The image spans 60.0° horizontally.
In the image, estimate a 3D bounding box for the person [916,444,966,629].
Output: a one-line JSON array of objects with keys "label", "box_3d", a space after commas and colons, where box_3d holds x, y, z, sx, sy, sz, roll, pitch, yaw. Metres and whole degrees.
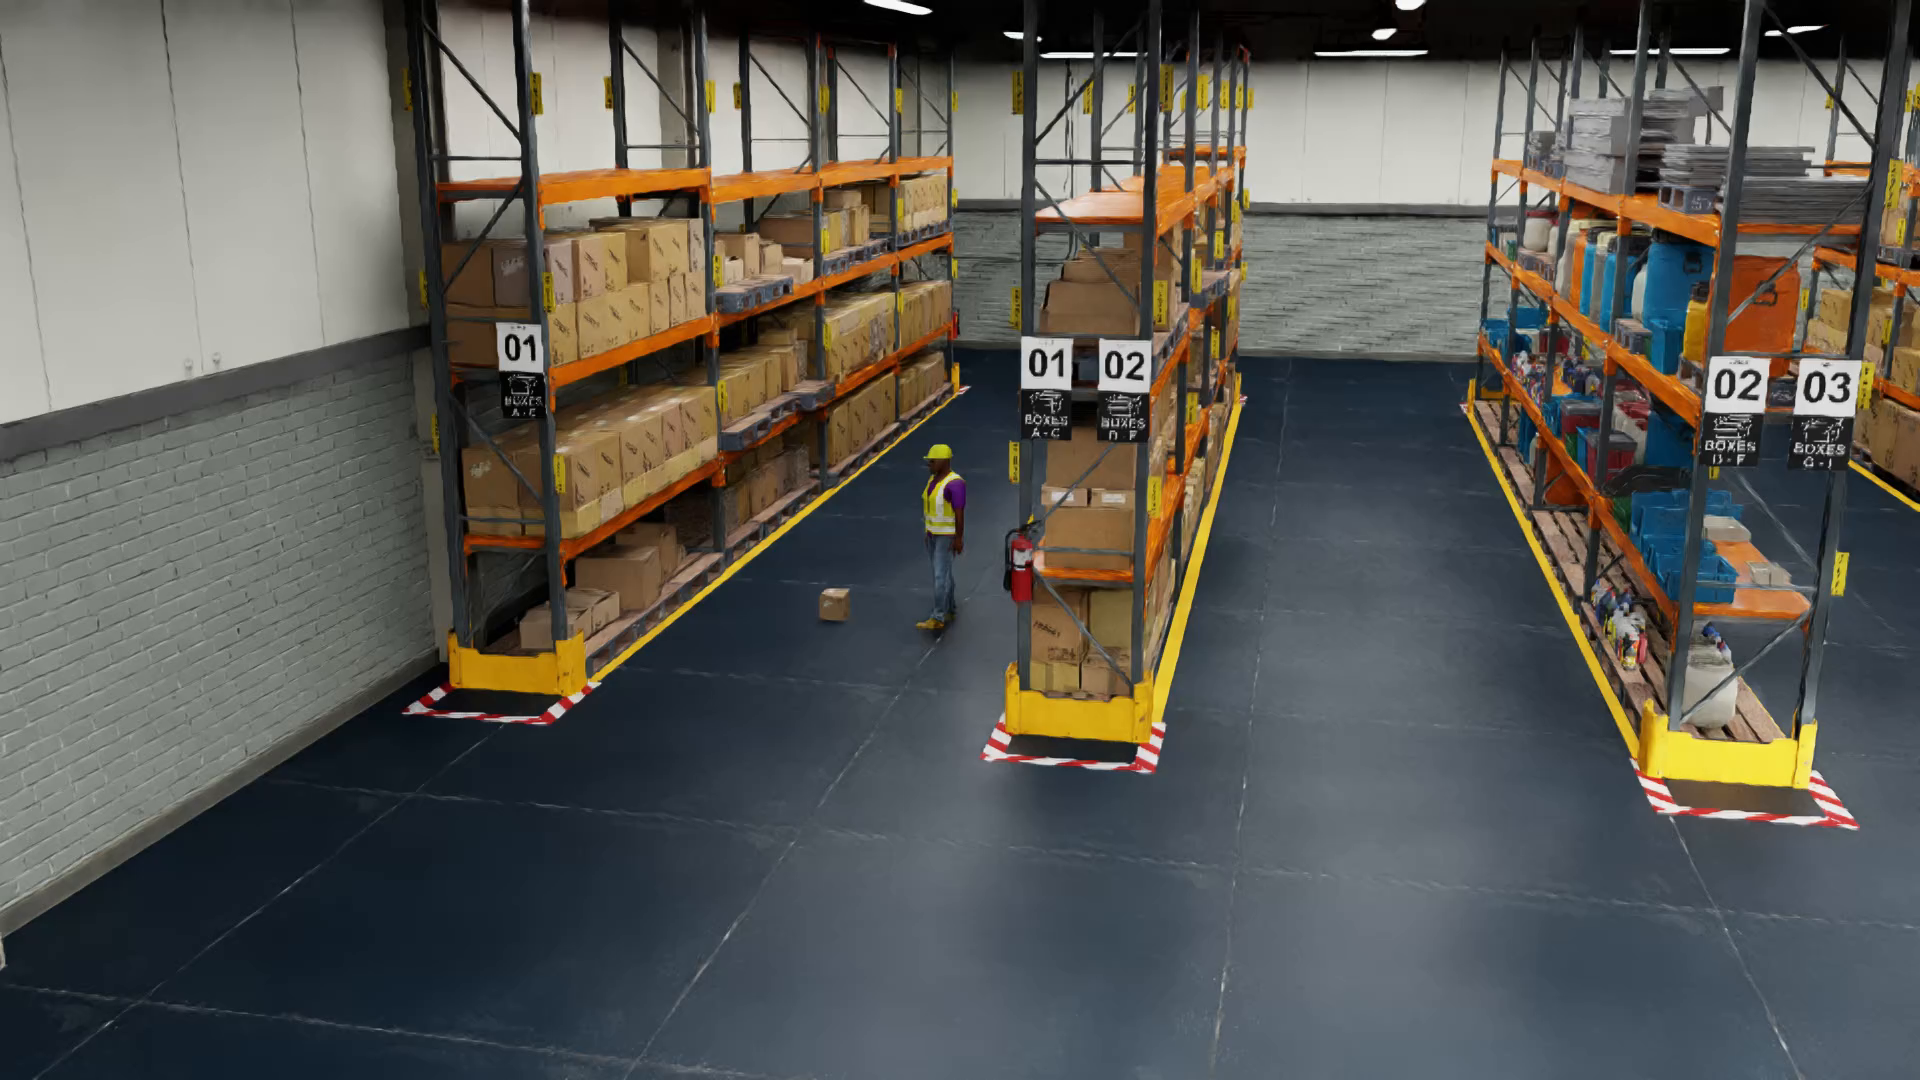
[{"label": "person", "box_3d": [-0.270, -0.039, 16.082, 0.632, 1.765, 0.600, -9, 17, -30]}]
